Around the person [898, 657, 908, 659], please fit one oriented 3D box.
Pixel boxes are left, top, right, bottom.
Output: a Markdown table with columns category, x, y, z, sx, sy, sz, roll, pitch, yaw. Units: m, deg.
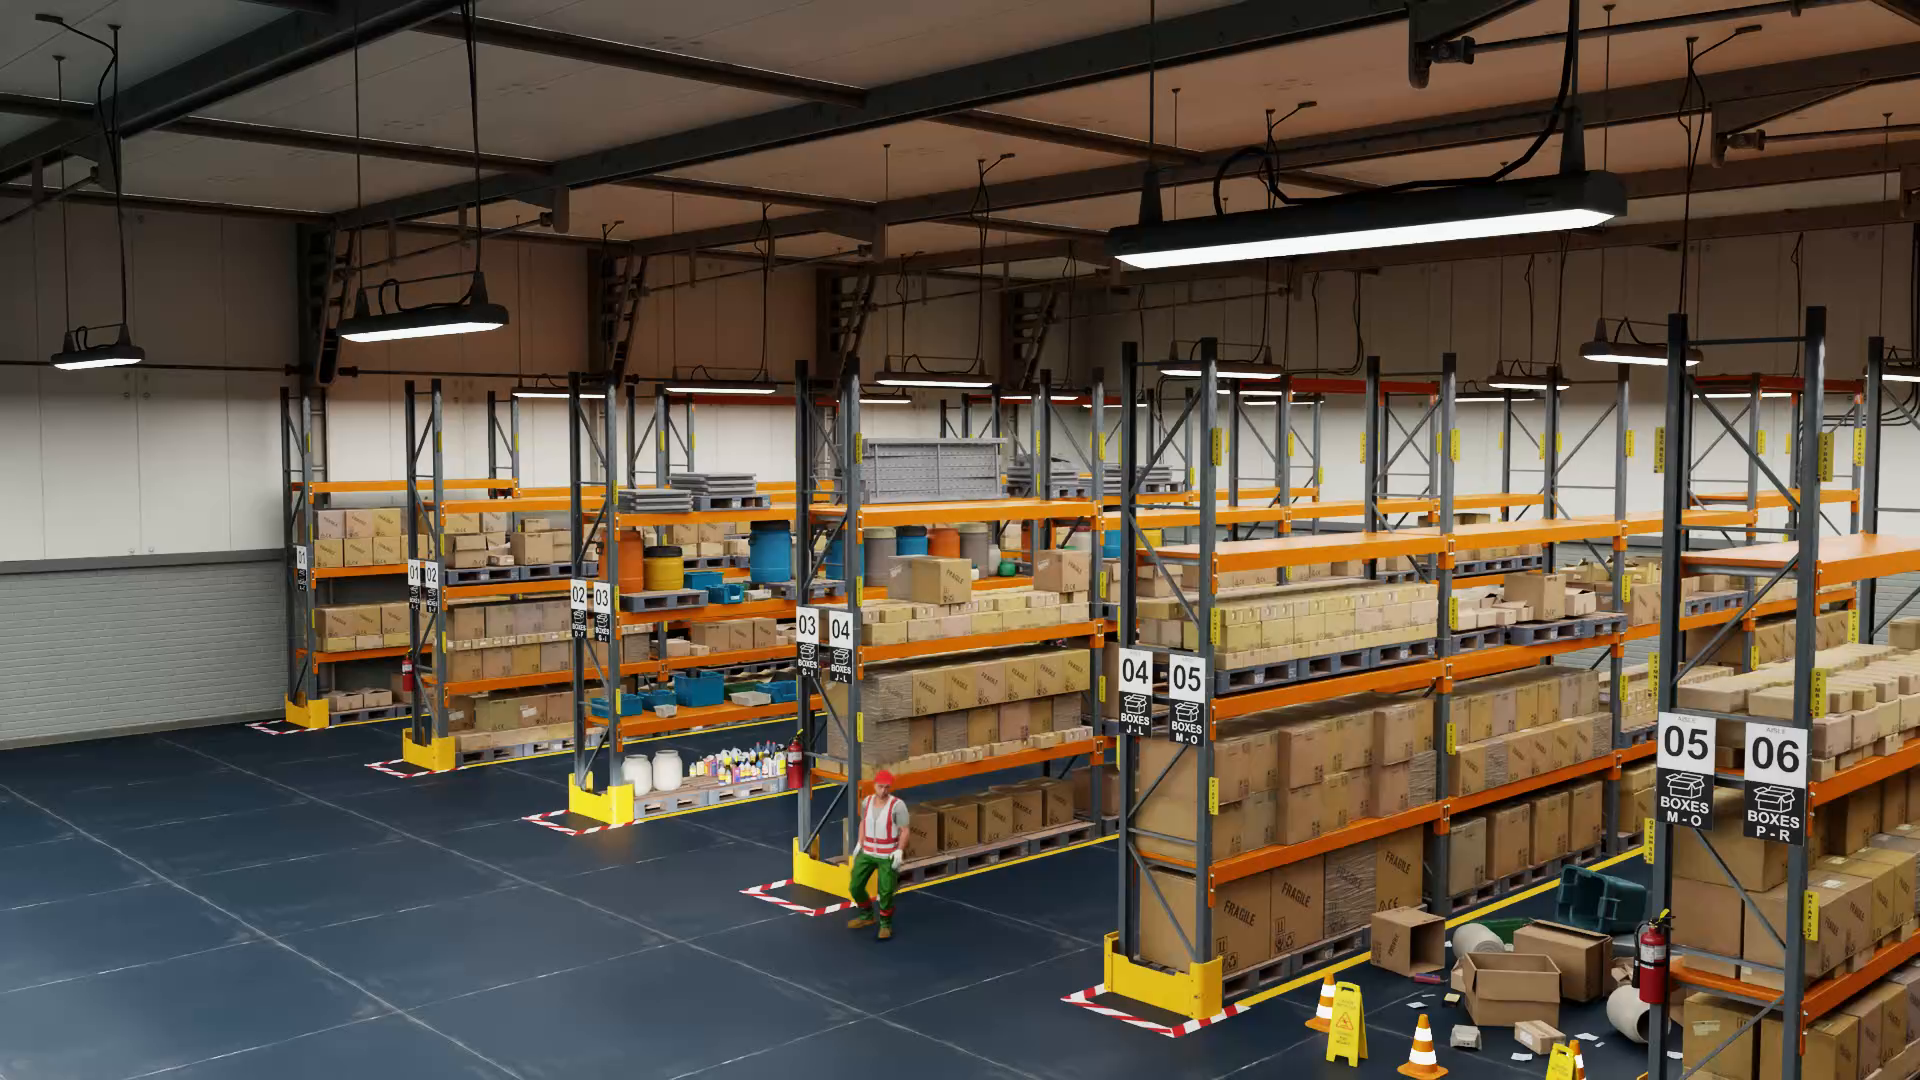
| category | x | y | z | sx | sy | sz | roll | pitch | yaw |
| --- | --- | --- | --- | --- | --- | --- | --- | --- | --- |
| person | -0.858 | 2.549 | 29.477 | 1.065 | 1.446 | 0.586 | -2 | 4 | -30 |

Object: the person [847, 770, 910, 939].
| category | x | y | z | sx | sy | sz | roll | pitch | yaw |
| --- | --- | --- | --- | --- | --- | --- | --- | --- | --- |
| person | -0.868 | 3.202 | 16.937 | 0.767 | 1.753 | 0.581 | 1 | 4 | 22 |

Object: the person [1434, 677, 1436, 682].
| category | x | y | z | sx | sy | sz | roll | pitch | yaw |
| --- | --- | --- | --- | --- | --- | --- | --- | --- | --- |
| person | 7.093 | 2.778 | 24.514 | 0.448 | 1.720 | 0.756 | 0 | 4 | -1 |
